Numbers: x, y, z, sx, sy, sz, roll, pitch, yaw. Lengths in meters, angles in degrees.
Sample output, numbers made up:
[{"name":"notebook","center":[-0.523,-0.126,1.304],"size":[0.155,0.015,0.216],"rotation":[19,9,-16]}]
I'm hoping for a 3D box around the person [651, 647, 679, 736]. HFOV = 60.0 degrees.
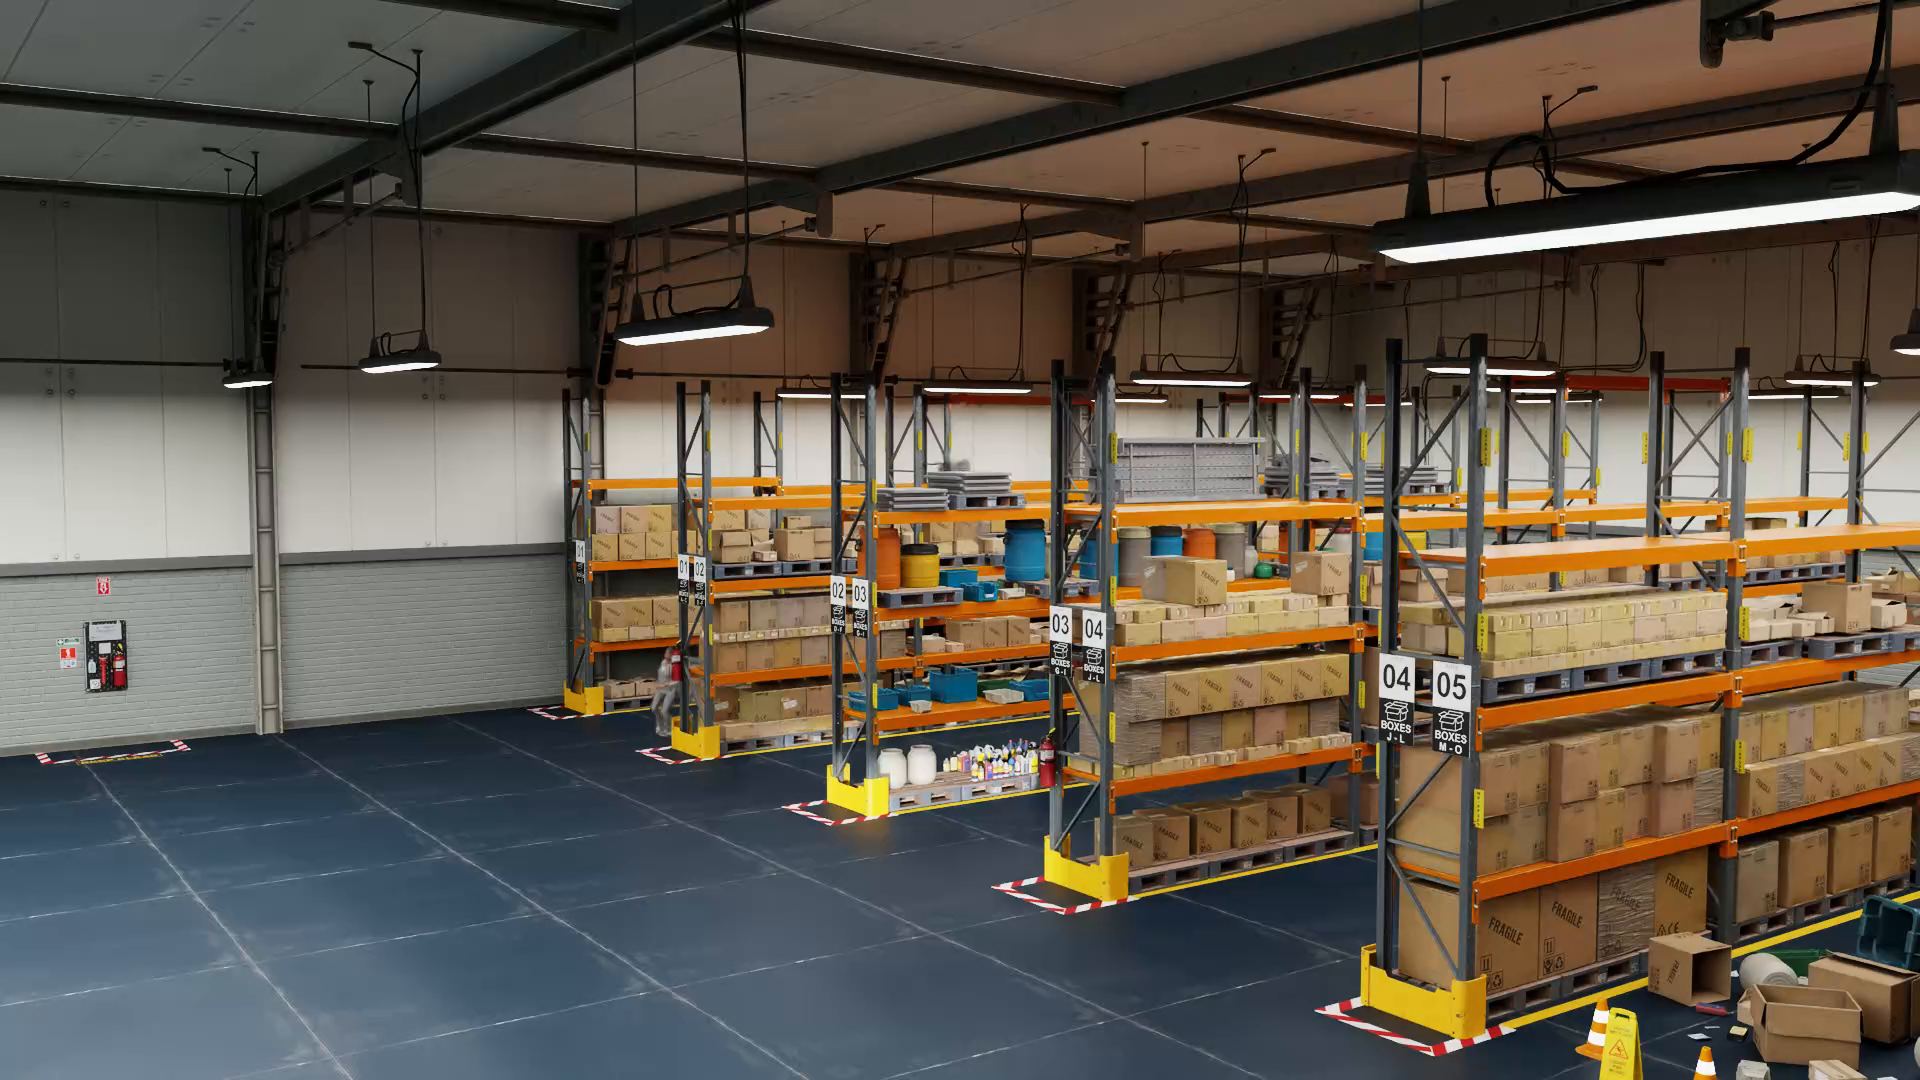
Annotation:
[{"name":"person","center":[-4.982,2.576,28.167],"size":[0.575,1.547,0.542],"rotation":[2,4,32]}]
